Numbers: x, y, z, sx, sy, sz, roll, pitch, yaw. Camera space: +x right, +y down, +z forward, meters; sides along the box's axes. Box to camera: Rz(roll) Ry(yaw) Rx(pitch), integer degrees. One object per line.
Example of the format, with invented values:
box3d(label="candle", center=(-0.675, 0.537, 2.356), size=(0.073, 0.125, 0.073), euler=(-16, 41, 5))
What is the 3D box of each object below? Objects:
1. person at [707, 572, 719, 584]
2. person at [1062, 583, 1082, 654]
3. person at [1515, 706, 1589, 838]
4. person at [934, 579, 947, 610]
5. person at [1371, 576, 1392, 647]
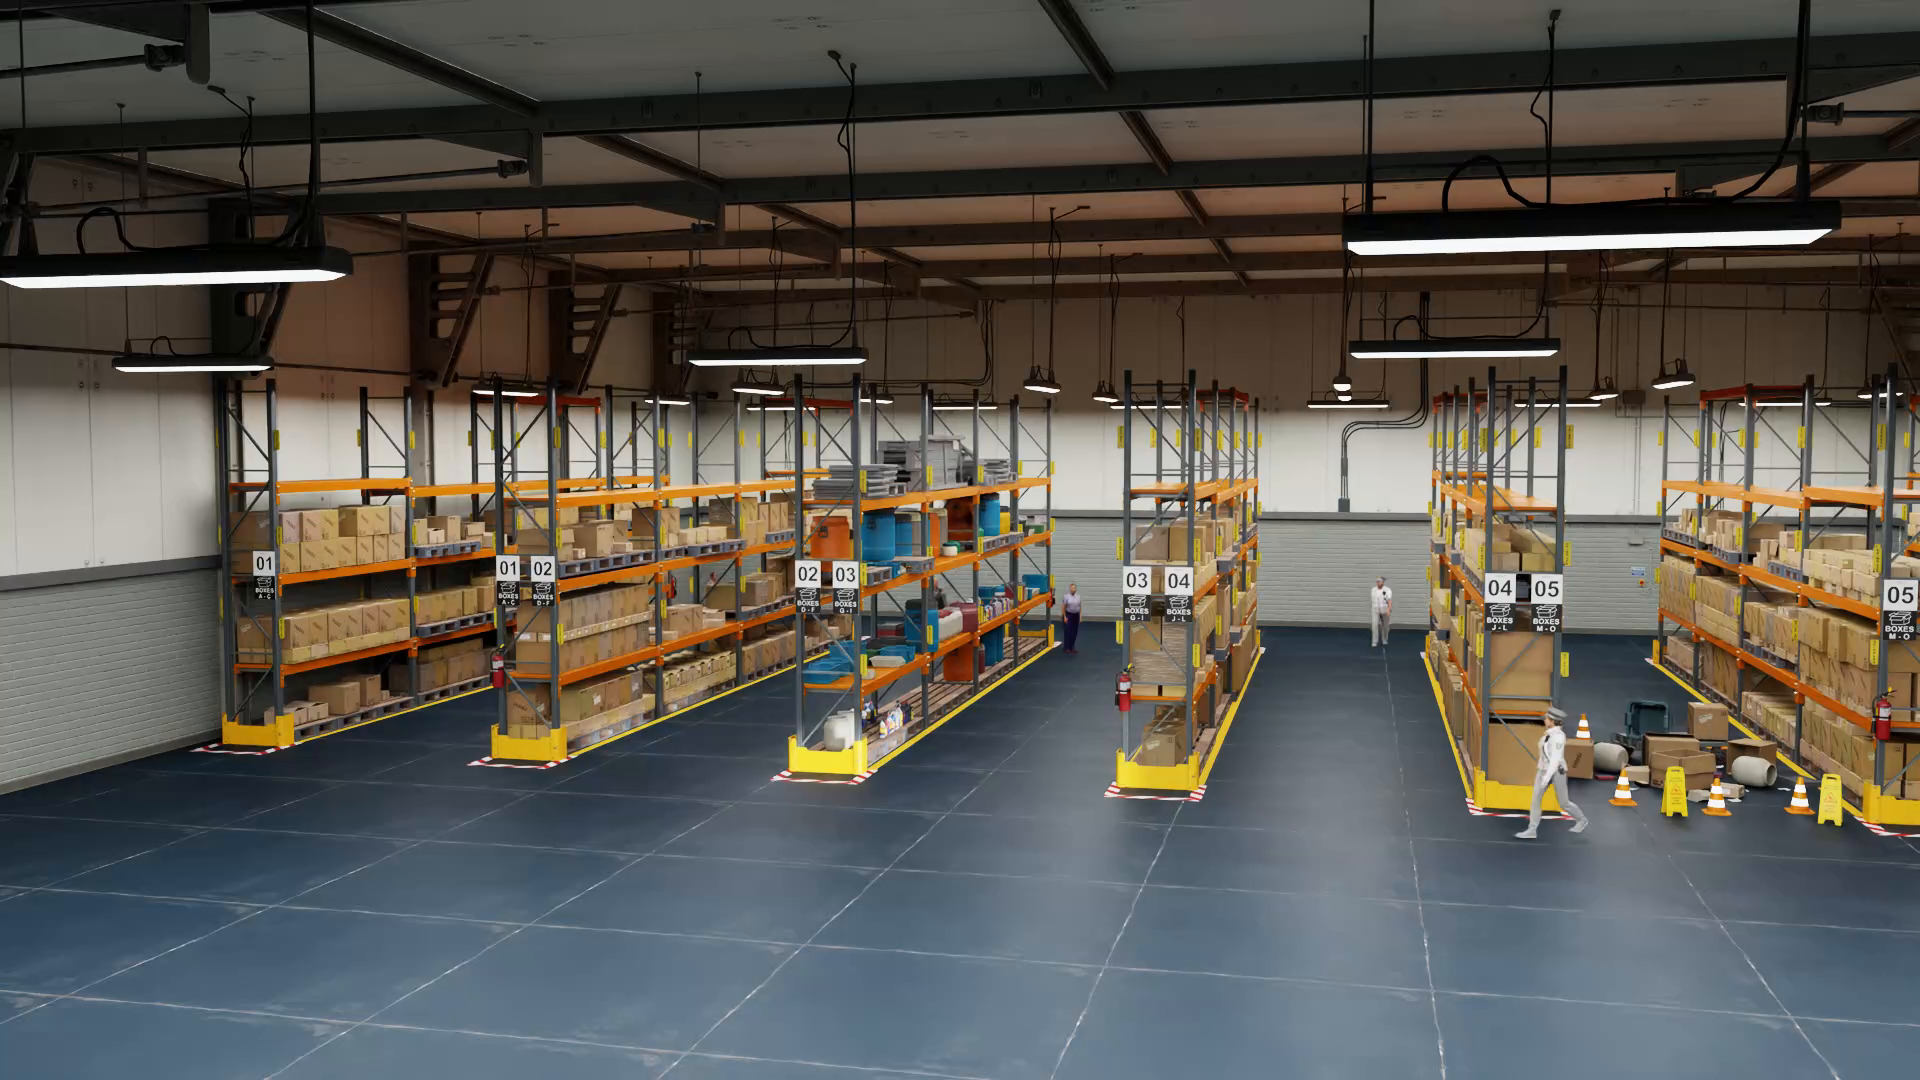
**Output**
box3d(label="person", center=(-6.470, 1.602, 43.639), size=(0.893, 1.548, 0.485), euler=(1, 4, 20))
box3d(label="person", center=(2.631, 1.843, 39.050), size=(0.502, 1.663, 0.370), euler=(-2, 4, -27))
box3d(label="person", center=(7.458, 2.913, 20.854), size=(0.956, 1.650, 0.423), euler=(-2, 4, -24))
box3d(label="person", center=(-0.626, 1.768, 39.897), size=(0.544, 1.683, 0.977), euler=(1, 4, 18))
box3d(label="person", center=(10.166, 1.719, 40.143), size=(0.520, 1.719, 1.040), euler=(1, 4, 18))
